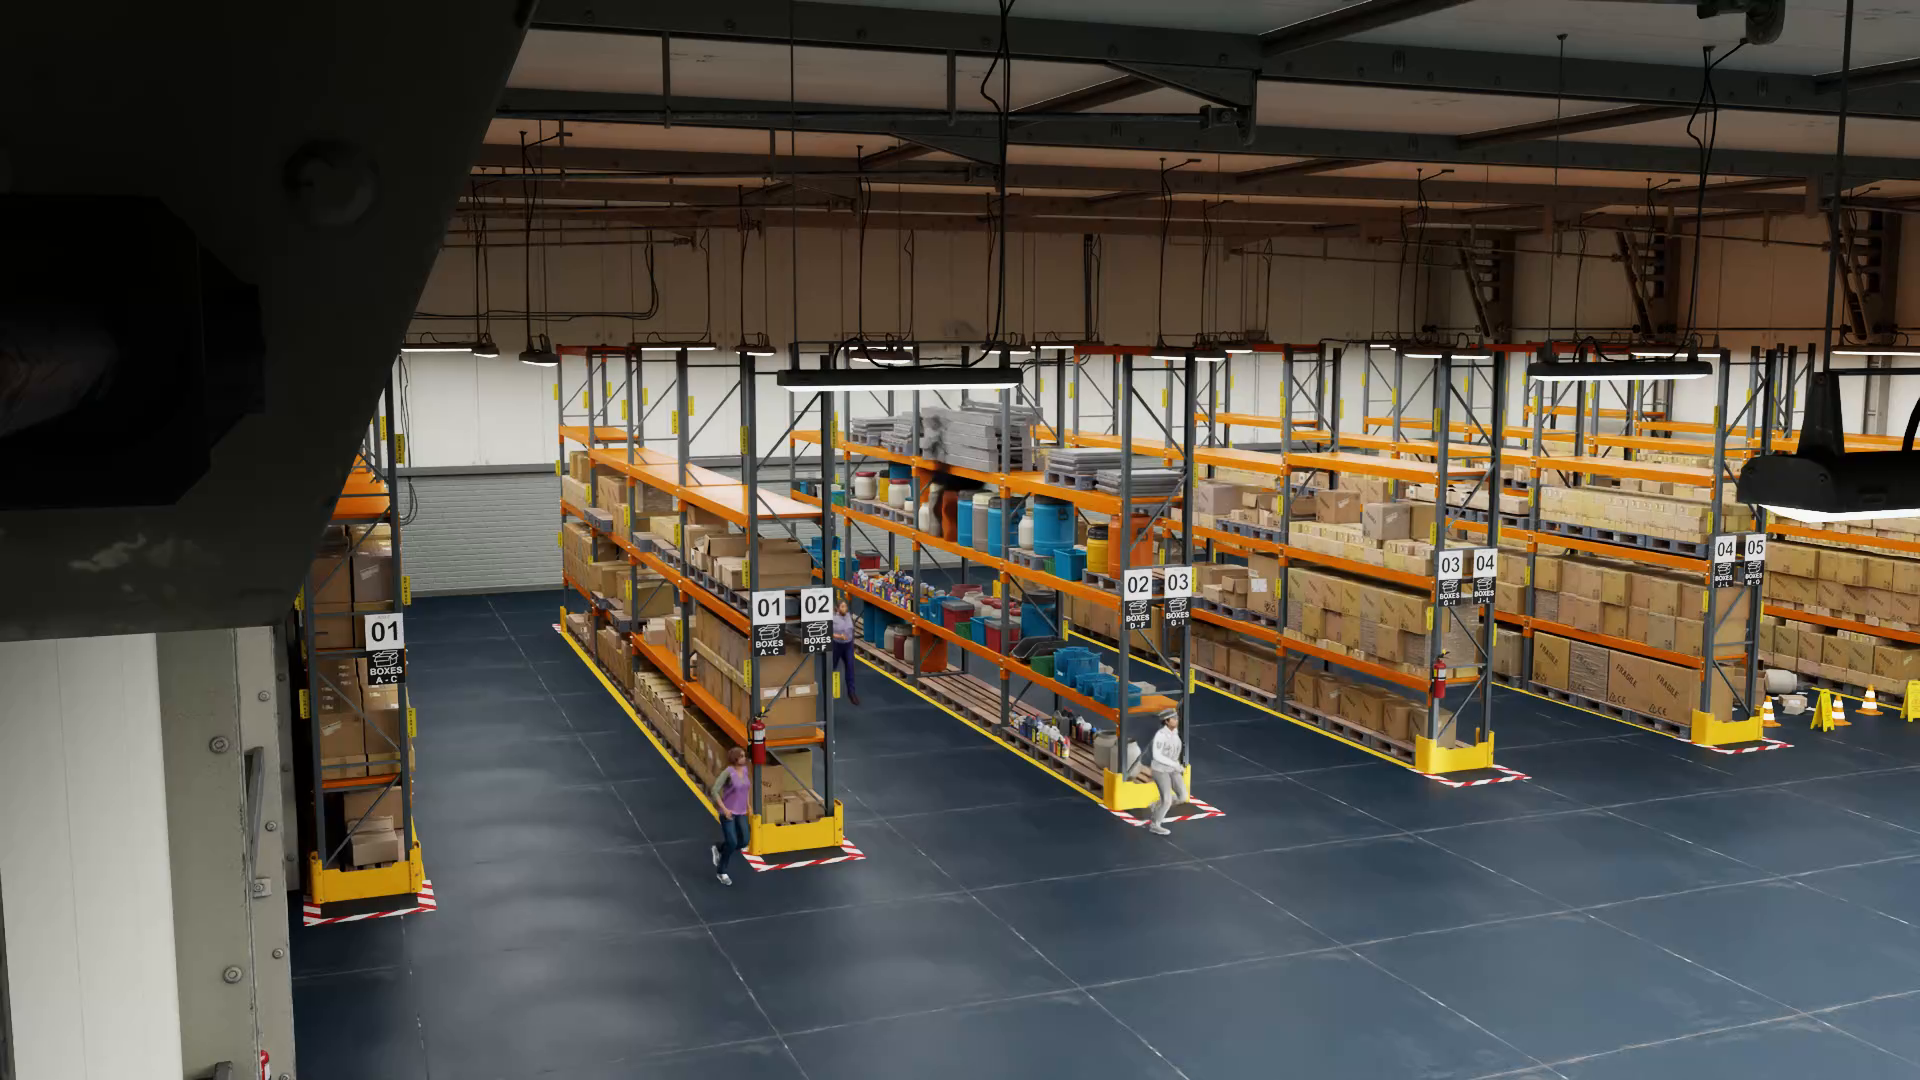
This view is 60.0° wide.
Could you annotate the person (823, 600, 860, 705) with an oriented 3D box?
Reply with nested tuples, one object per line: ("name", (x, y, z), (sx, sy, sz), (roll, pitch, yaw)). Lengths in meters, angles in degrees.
("person", (-1.956, 1.794, 27.021), (0.556, 1.694, 0.816), (-4, 8, -29))

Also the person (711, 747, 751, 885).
("person", (-2.643, 3.153, 19.219), (0.506, 1.548, 0.588), (6, 9, 39))

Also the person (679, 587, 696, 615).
("person", (-5.721, 1.104, 34.786), (0.557, 1.714, 0.714), (-3, 8, -25))

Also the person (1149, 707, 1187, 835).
("person", (2.615, 2.877, 20.799), (0.578, 1.640, 0.615), (5, 9, 34))
